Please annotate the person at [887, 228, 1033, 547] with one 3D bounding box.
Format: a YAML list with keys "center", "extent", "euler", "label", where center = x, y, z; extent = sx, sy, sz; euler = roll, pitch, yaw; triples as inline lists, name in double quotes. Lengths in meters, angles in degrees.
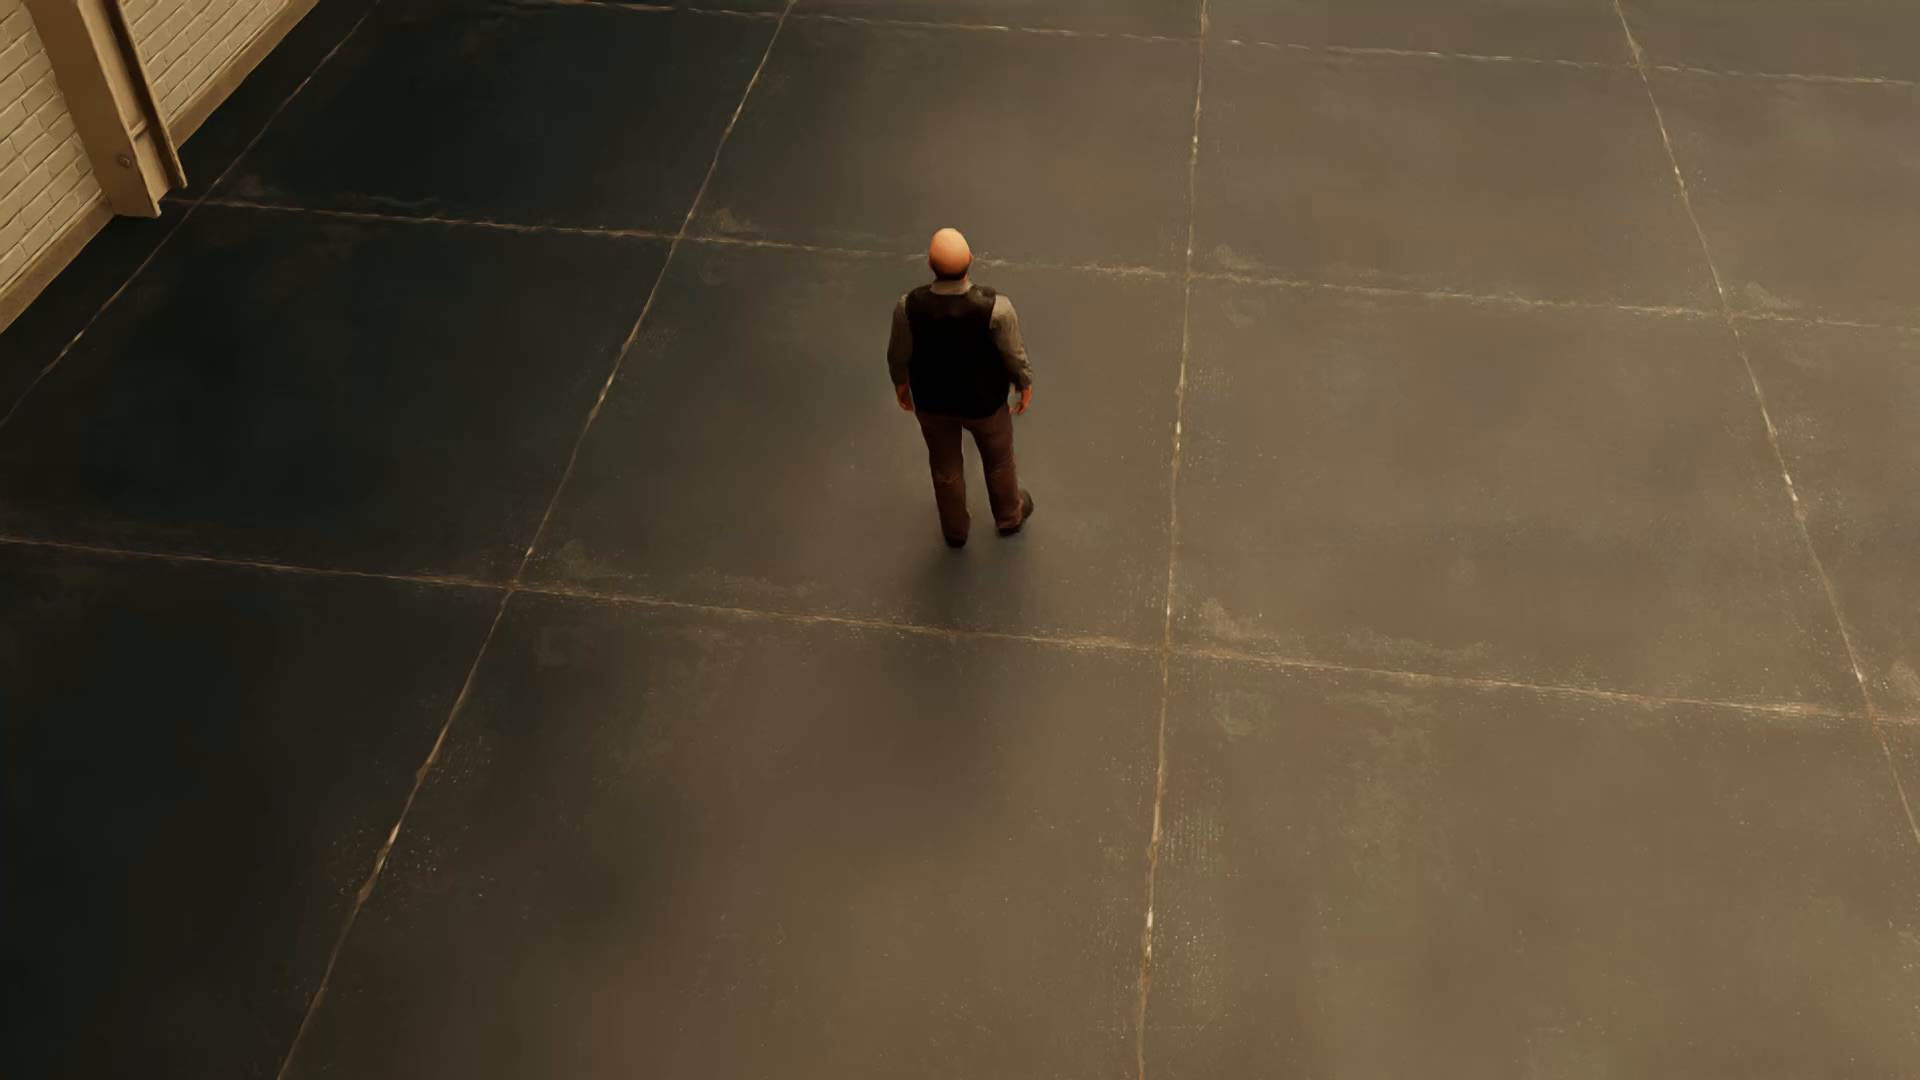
- center: [0.016, -0.680, 7.348]
  extent: [0.632, 1.720, 0.567]
  euler: [5, 43, 6]
  label: "person"
